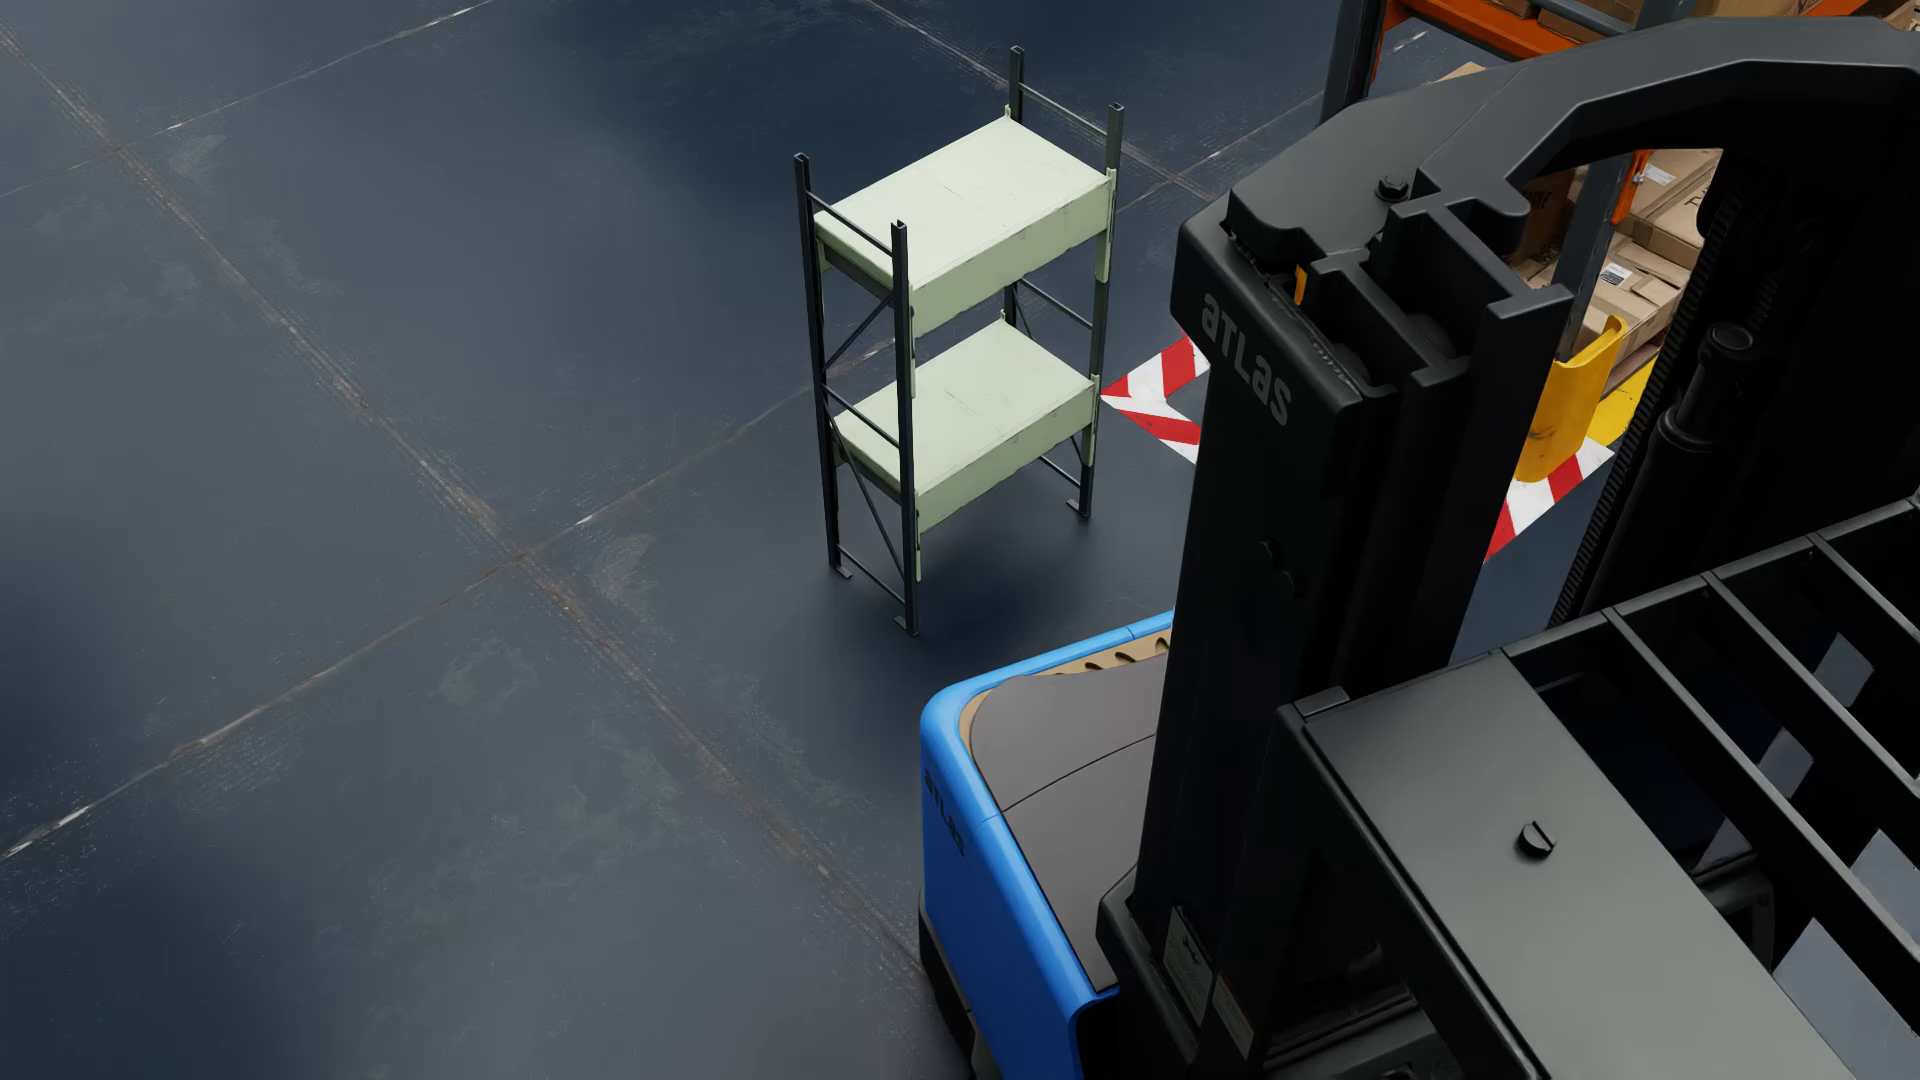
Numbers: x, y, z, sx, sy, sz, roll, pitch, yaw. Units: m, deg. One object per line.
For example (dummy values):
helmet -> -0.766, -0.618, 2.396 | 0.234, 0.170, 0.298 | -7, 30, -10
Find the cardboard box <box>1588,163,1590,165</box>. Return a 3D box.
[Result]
cardboard box -> 2.491, -1.621, 6.276 | 0.500, 0.250, 0.500 | -34, 56, -27

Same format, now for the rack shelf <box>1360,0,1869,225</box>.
rack shelf -> 3.011, -2.293, 5.814 | 4.000, 0.370, 1.077 | -34, 56, -27

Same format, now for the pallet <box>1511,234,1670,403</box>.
pallet -> 2.177, -1.034, 6.061 | 1.213, 0.211, 1.003 | -34, 56, -27

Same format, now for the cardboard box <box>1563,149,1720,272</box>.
cardboard box -> 2.495, -1.126, 5.820 | 0.500, 0.250, 0.500 | -34, 56, -27

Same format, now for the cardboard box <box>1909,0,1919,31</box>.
cardboard box -> 3.706, -1.956, 6.544 | 0.500, 0.311, 0.500 | -34, 56, -27

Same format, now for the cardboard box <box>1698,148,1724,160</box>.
cardboard box -> 2.865, -1.374, 6.048 | 0.500, 0.250, 0.500 | -34, 56, -27

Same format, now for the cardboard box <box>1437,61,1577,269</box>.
cardboard box -> 1.768, -1.252, 5.766 | 0.500, 0.500, 0.500 | -34, 56, -27

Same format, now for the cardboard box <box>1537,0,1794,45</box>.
cardboard box -> 2.037, -1.658, 4.671 | 0.500, 0.500, 0.500 | -33, 55, -26

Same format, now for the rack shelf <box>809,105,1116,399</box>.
rack shelf -> 0.005, -0.777, 4.415 | 0.720, 0.370, 0.431 | -34, 56, -27

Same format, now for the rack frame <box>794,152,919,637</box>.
rack frame -> -0.266, -0.331, 4.535 | 0.023, 1.500, 0.400 | -34, 56, -27

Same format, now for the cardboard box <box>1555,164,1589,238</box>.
cardboard box -> 2.128, -1.290, 6.028 | 0.250, 0.166, 0.380 | -34, 56, -27

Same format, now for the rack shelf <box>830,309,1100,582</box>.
rack shelf -> 0.005, -0.291, 4.941 | 0.720, 0.370, 0.431 | -34, 56, -27

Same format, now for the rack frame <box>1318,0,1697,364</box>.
rack frame -> 1.532, -1.548, 4.637 | 0.127, 3.000, 1.000 | -34, 56, -27

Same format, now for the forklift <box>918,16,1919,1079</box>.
forklift -> 0.942, 0.919, 2.407 | 1.130, 2.935, 3.031 | -17, 50, -15

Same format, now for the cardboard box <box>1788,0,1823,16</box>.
cardboard box -> 2.415, -1.916, 4.909 | 0.500, 0.500, 0.500 | -34, 56, -27

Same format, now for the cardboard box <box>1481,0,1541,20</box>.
cardboard box -> 1.680, -1.951, 4.941 | 0.500, 0.500, 0.500 | -32, 55, -26

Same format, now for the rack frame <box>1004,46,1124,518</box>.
rack frame -> 0.276, -0.693, 4.869 | 0.023, 1.500, 0.400 | -34, 56, -27

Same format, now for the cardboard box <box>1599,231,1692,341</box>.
cardboard box -> 2.258, -0.880, 5.649 | 0.250, 0.166, 0.380 | -34, 56, -27

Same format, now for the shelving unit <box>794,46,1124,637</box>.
shelving unit -> 0.005, -0.512, 4.702 | 0.755, 1.500, 0.431 | -34, 56, -27

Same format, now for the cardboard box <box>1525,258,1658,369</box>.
cardboard box -> 2.073, -0.750, 5.542 | 0.250, 0.149, 0.380 | -34, 56, -27

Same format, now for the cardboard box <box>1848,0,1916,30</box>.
cardboard box -> 3.105, -1.896, 6.358 | 0.637, 0.503, 0.797 | -34, 56, -27

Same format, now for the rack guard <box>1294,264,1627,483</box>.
rack guard -> 1.588, -0.738, 5.590 | 0.348, 0.500, 1.175 | -34, 56, -27
